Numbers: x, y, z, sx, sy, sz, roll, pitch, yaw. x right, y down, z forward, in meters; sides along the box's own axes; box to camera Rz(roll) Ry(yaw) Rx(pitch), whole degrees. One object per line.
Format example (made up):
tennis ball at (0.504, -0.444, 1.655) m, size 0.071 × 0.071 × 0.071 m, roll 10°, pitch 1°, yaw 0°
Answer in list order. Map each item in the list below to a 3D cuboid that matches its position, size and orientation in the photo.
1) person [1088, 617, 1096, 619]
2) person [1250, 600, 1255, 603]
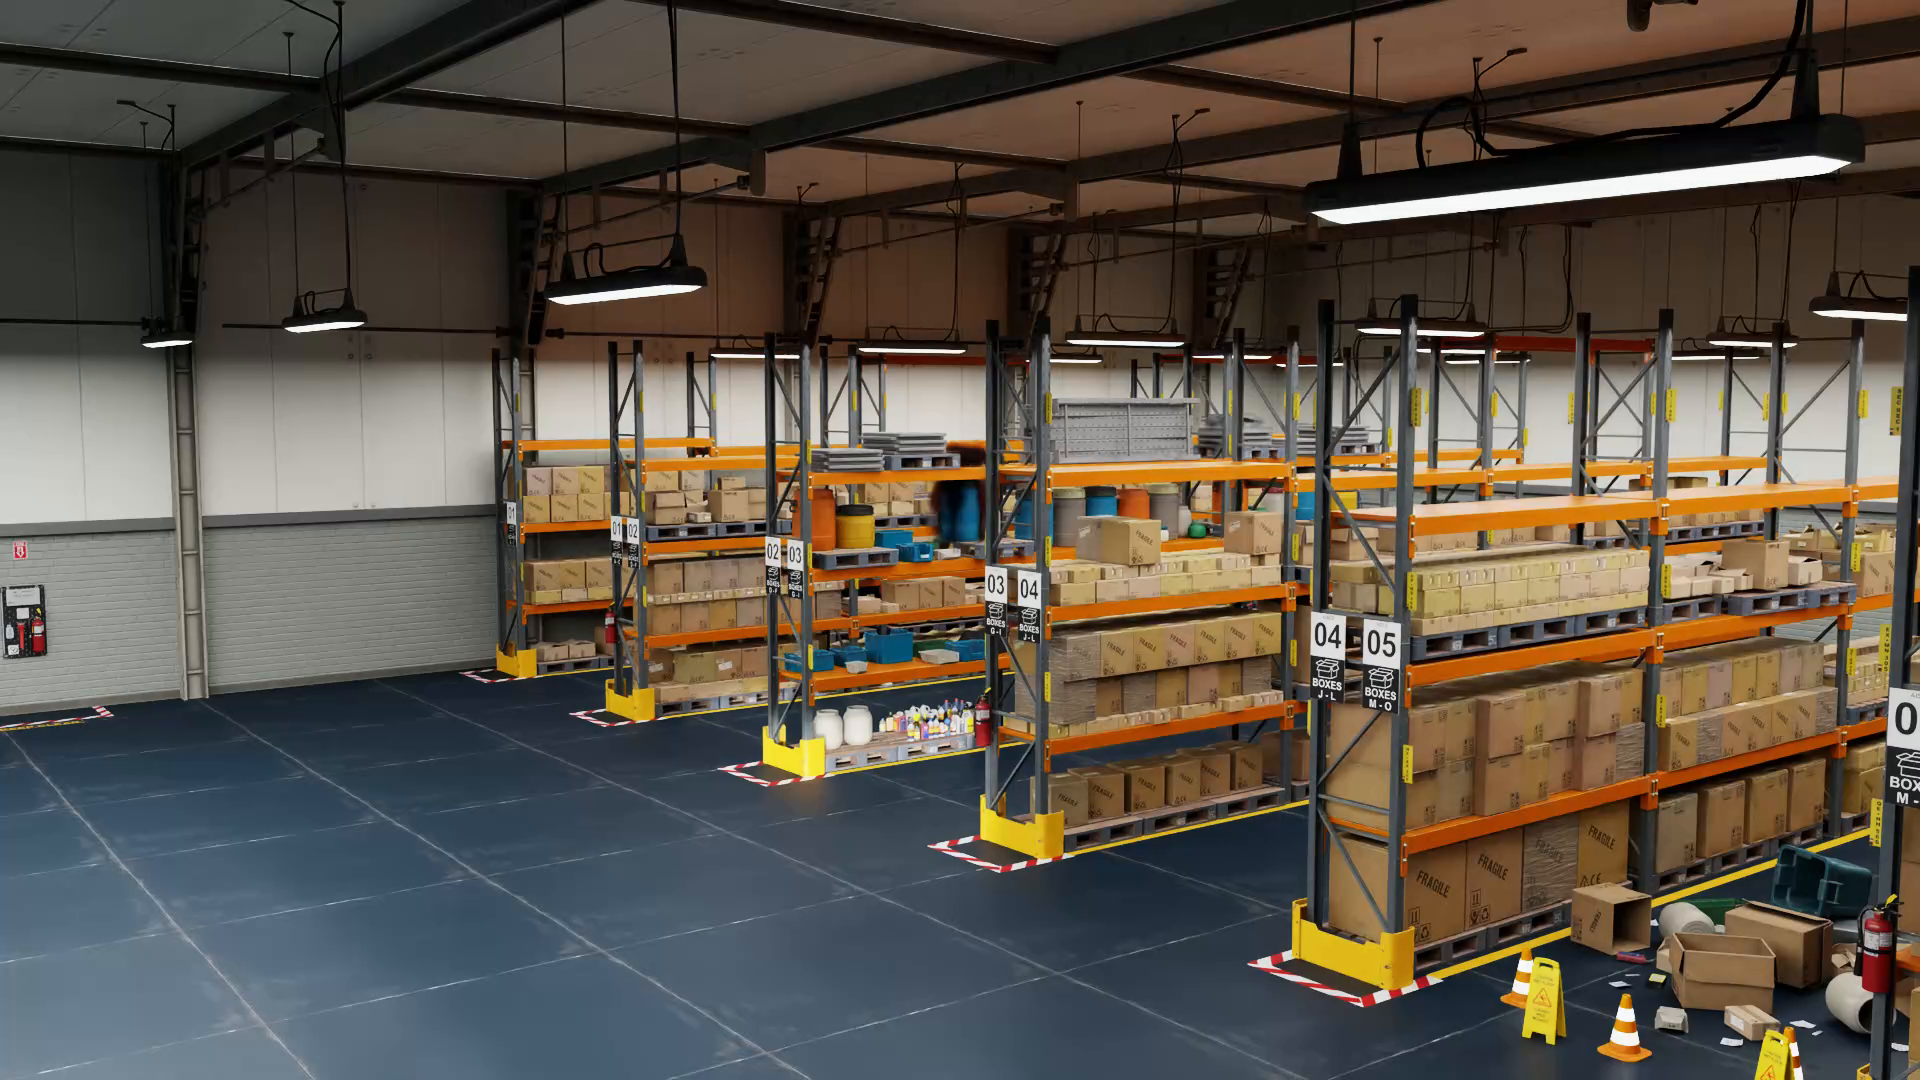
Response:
person at (2.693, 1.585, 30.759) m, size 0.603 × 1.783 × 0.554 m, roll -3°, pitch 6°, yaw -29°
person at (6.793, 1.056, 37.735) m, size 0.767 × 1.570 × 0.429 m, roll 2°, pitch 5°, yaw 18°
